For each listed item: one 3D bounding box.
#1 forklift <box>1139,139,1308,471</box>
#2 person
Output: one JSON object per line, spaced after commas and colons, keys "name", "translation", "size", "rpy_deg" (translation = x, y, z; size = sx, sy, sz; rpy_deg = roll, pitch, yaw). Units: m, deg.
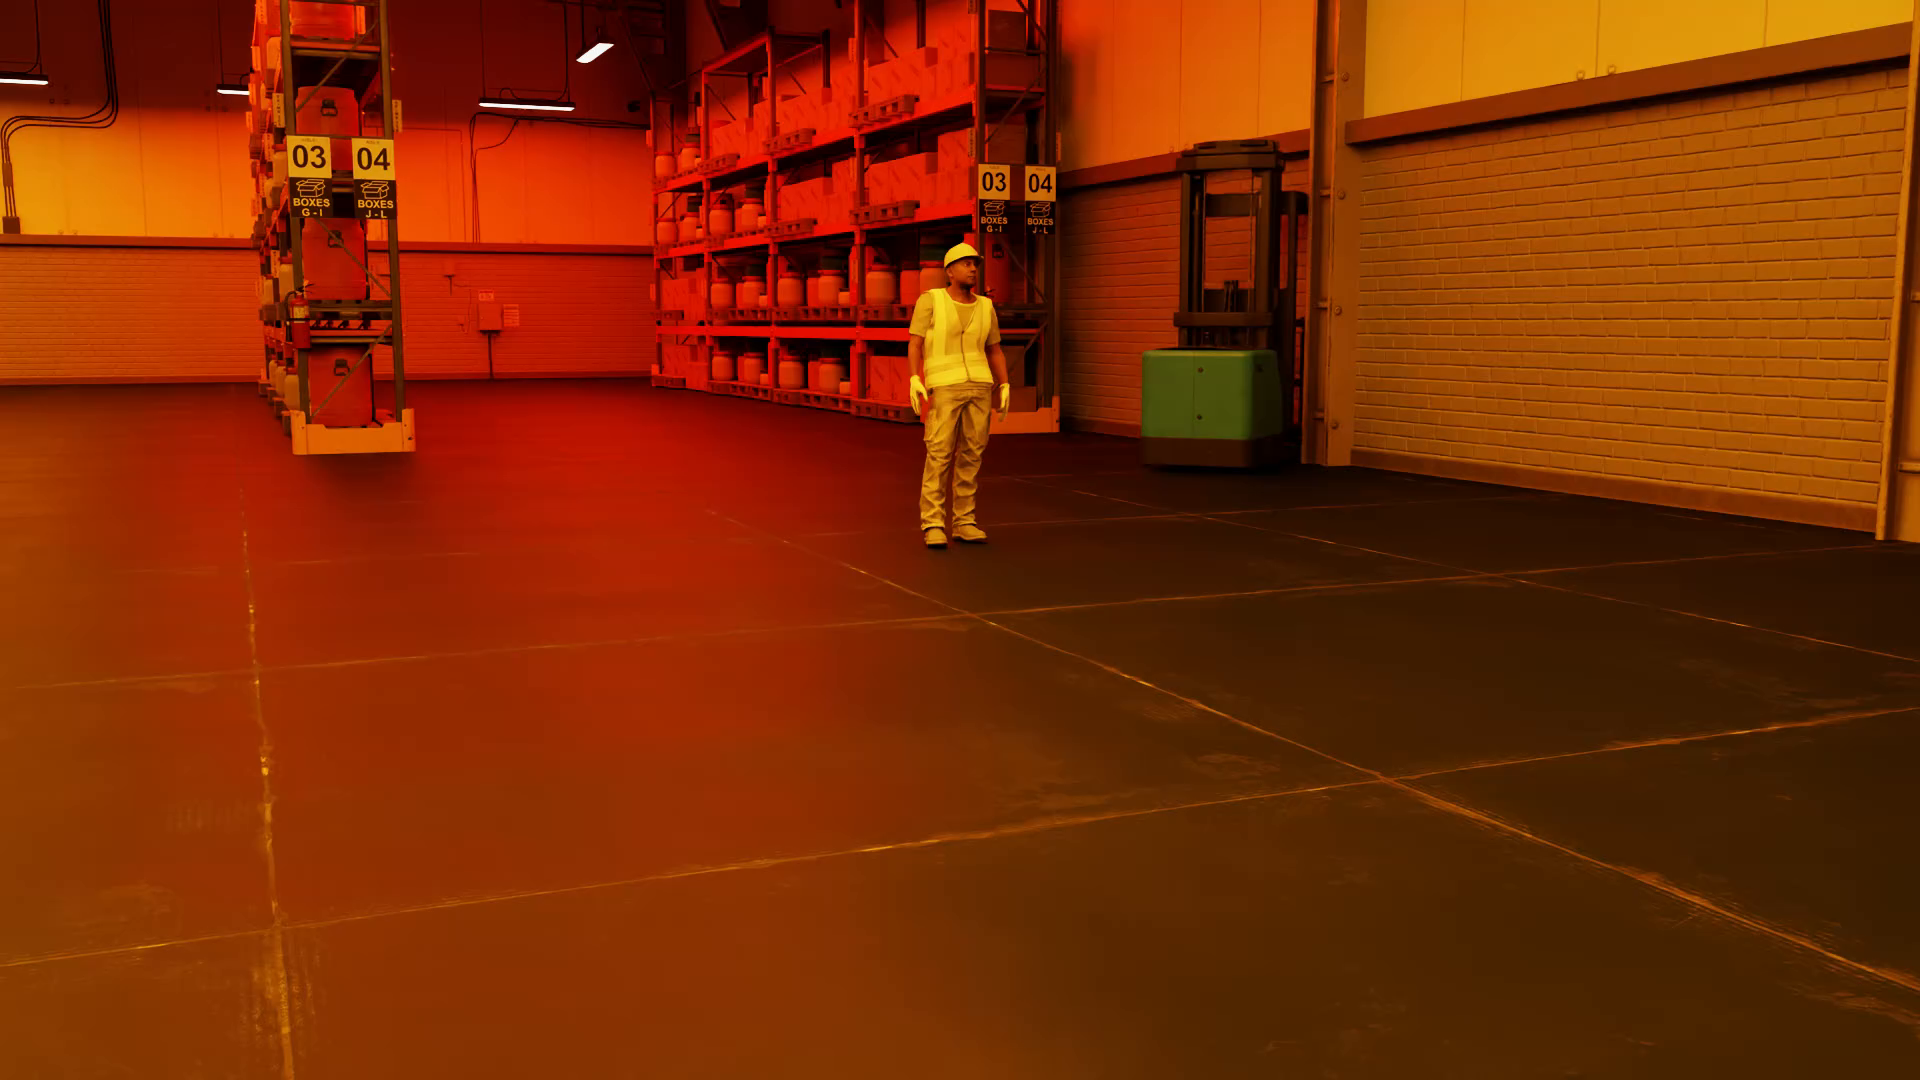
{"name": "forklift", "translation": [2.690, -2.206, 15.679], "size": [1.130, 2.935, 3.031], "rpy_deg": [4, 8, 26]}
{"name": "person", "translation": [0.020, -0.882, 9.968], "size": [0.656, 1.782, 0.577], "rpy_deg": [-3, 8, -23]}
